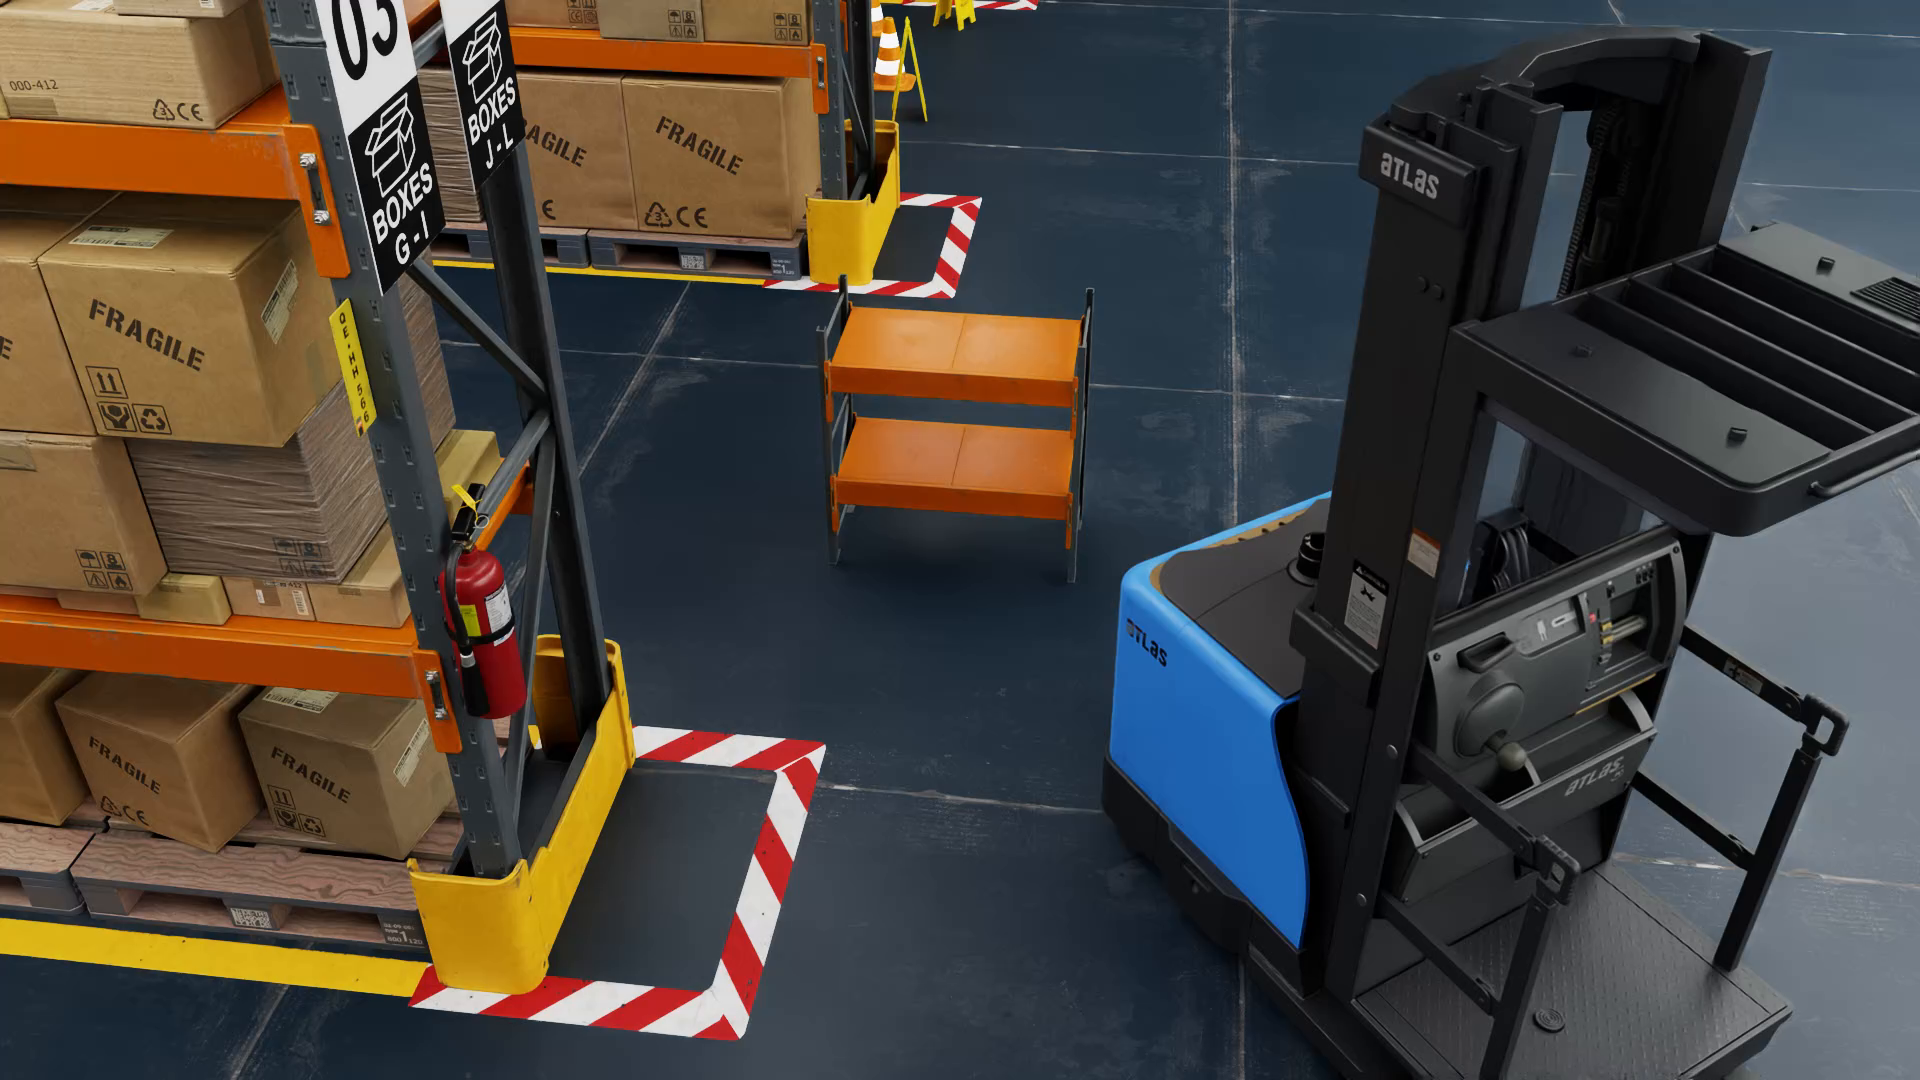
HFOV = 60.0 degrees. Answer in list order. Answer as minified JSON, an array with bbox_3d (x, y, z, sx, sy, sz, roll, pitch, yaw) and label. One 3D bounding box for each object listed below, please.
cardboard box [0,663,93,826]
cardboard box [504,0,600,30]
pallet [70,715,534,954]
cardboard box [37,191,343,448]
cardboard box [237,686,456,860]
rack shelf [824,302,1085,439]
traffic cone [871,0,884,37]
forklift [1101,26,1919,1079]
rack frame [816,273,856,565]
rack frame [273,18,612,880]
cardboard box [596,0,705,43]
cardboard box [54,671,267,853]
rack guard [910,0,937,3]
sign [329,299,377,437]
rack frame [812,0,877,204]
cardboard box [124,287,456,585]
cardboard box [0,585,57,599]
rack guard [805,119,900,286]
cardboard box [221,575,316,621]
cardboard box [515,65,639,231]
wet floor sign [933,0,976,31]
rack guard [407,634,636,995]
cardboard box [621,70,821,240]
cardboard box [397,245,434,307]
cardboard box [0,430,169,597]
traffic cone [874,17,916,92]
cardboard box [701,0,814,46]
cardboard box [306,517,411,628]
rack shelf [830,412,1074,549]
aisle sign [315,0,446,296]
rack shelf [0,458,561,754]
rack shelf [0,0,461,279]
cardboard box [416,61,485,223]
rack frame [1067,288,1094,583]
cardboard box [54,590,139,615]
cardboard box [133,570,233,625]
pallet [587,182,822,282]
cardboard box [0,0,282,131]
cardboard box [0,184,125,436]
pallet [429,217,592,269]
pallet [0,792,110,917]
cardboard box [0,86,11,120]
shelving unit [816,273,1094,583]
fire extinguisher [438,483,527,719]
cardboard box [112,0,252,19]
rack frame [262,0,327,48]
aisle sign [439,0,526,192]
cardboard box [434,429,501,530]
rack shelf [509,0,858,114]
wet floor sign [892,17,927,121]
[{"bbox_3d":[-3.190,0.582,5.643,0.500,0.500,0.500,7,36,10],"label":"cardboard box"},{"bbox_3d":[-2.087,-3.182,8.997,0.550,0.550,0.875,4,36,6],"label":"cardboard box"},{"bbox_3d":[-2.234,0.922,5.776,1.213,0.211,1.003,4,36,6],"label":"pallet"},{"bbox_3d":[-1.934,-0.594,4.297,0.500,0.500,0.500,4,36,6],"label":"cardboard box"},{"bbox_3d":[-1.974,0.664,5.528,0.500,0.500,0.500,11,37,15],"label":"cardboard box"},{"bbox_3d":[-0.007,-0.697,6.754,1.000,0.278,0.538,4,36,6],"label":"rack shelf"},{"bbox_3d":[-0.686,-4.093,12.586,0.334,0.463,0.336,4,36,6],"label":"traffic cone"},{"bbox_3d":[1.687,0.362,4.220,1.130,2.935,3.031,-19,40,-25],"label":"forklift"},{"bbox_3d":[-0.511,-0.496,6.977,0.032,1.125,0.500,4,36,6],"label":"rack frame"},{"bbox_3d":[-1.357,-0.127,4.846,0.127,3.000,1.000,4,36,6],"label":"rack frame"},{"bbox_3d":[-1.547,-3.068,8.837,0.550,0.550,0.875,4,36,6],"label":"cardboard box"},{"bbox_3d":[-2.572,0.639,5.562,0.500,0.500,0.500,14,38,18],"label":"cardboard box"},{"bbox_3d":[-0.170,-4.825,13.580,0.348,0.500,1.175,4,36,6],"label":"rack guard"},{"bbox_3d":[-1.448,-0.409,3.972,0.005,0.325,0.100,4,36,6],"label":"sign"},{"bbox_3d":[-0.625,-2.977,8.840,0.127,3.000,1.000,4,36,6],"label":"rack frame"},{"bbox_3d":[-1.899,-0.345,4.809,0.500,0.500,0.875,4,36,6],"label":"cardboard box"},{"bbox_3d":[-2.657,-0.004,4.890,0.250,0.149,0.380,4,36,6],"label":"cardboard box"},{"bbox_3d":[-0.601,-1.958,9.563,0.348,0.500,1.175,4,36,6],"label":"rack guard"},{"bbox_3d":[-1.914,0.054,4.808,0.250,0.149,0.380,4,36,6],"label":"cardboard box"},{"bbox_3d":[-2.179,-2.359,9.441,0.875,0.875,0.875,4,36,5],"label":"cardboard box"},{"bbox_3d":[-0.043,-4.248,12.647,0.232,0.644,0.267,17,39,22],"label":"wet floor sign"},{"bbox_3d":[-1.433,0.885,5.580,0.348,0.500,1.175,4,36,6],"label":"rack guard"},{"bbox_3d":[-1.306,-2.296,9.352,0.875,0.875,0.875,4,36,6],"label":"cardboard box"},{"bbox_3d":[-1.868,-0.893,4.717,0.500,0.500,0.500,4,36,6],"label":"cardboard box"},{"bbox_3d":[-2.410,-0.313,4.764,0.500,0.500,0.875,4,36,6],"label":"cardboard box"},{"bbox_3d":[-0.490,-3.428,11.655,0.334,0.463,0.336,4,36,6],"label":"traffic cone"},{"bbox_3d":[-0.999,-3.040,8.798,0.550,0.550,0.875,4,36,6],"label":"cardboard box"},{"bbox_3d":[-1.666,0.073,4.782,0.250,0.149,0.380,4,36,6],"label":"cardboard box"},{"bbox_3d":[-0.007,-0.259,7.066,1.000,0.278,0.538,4,36,6],"label":"rack shelf"},{"bbox_3d":[-1.334,-1.008,3.842,0.004,0.787,0.394,4,36,6],"label":"aisle sign"},{"bbox_3d":[-3.341,0.018,5.262,4.000,0.370,1.077,4,36,6],"label":"rack shelf"},{"bbox_3d":[-3.341,-1.203,4.391,4.000,0.370,1.077,4,36,6],"label":"rack shelf"},{"bbox_3d":[-3.083,-2.428,9.537,0.875,0.875,0.875,5,36,6],"label":"cardboard box"},{"bbox_3d":[0.497,-0.421,6.871,0.032,1.125,0.500,4,36,6],"label":"rack frame"},{"bbox_3d":[-2.415,0.038,4.831,0.250,0.149,0.380,4,36,6],"label":"cardboard box"},{"bbox_3d":[-2.169,0.066,4.792,0.250,0.149,0.380,4,36,6],"label":"cardboard box"},{"bbox_3d":[-1.428,-1.856,9.669,1.213,0.211,1.003,4,36,6],"label":"pallet"},{"bbox_3d":[-1.868,-1.176,3.863,0.500,0.250,0.500,5,36,7],"label":"cardboard box"},{"bbox_3d":[-2.431,-0.628,4.345,0.500,0.500,0.500,4,36,6],"label":"cardboard box"},{"bbox_3d":[-2.635,-1.948,9.798,1.213,0.211,1.003,4,36,6],"label":"pallet"},{"bbox_3d":[-3.440,0.830,5.905,1.213,0.211,1.003,4,36,6],"label":"pallet"},{"bbox_3d":[-2.363,-1.211,3.912,0.500,0.250,0.500,4,36,6],"label":"cardboard box"},{"bbox_3d":[-0.007,-0.458,6.924,1.048,1.125,0.538,4,36,6],"label":"shelving unit"},{"bbox_3d":[-1.302,0.179,4.484,0.183,0.674,0.296,4,36,6],"label":"fire extinguisher"},{"bbox_3d":[-1.672,-1.290,3.679,0.250,0.149,0.380,4,36,6],"label":"cardboard box"},{"bbox_3d":[-1.357,-2.569,3.103,0.127,3.000,1.000,4,36,6],"label":"rack frame"},{"bbox_3d":[-1.258,-1.353,4.326,0.004,0.787,0.394,4,36,6],"label":"aisle sign"},{"bbox_3d":[-1.609,-0.183,5.141,0.250,0.149,0.380,4,36,6],"label":"cardboard box"},{"bbox_3d":[-2.609,-2.832,9.256,4.000,0.370,1.077,4,36,6],"label":"rack shelf"},{"bbox_3d":[-0.344,-3.158,11.119,0.232,0.644,0.267,-2,36,-2],"label":"wet floor sign"}]
